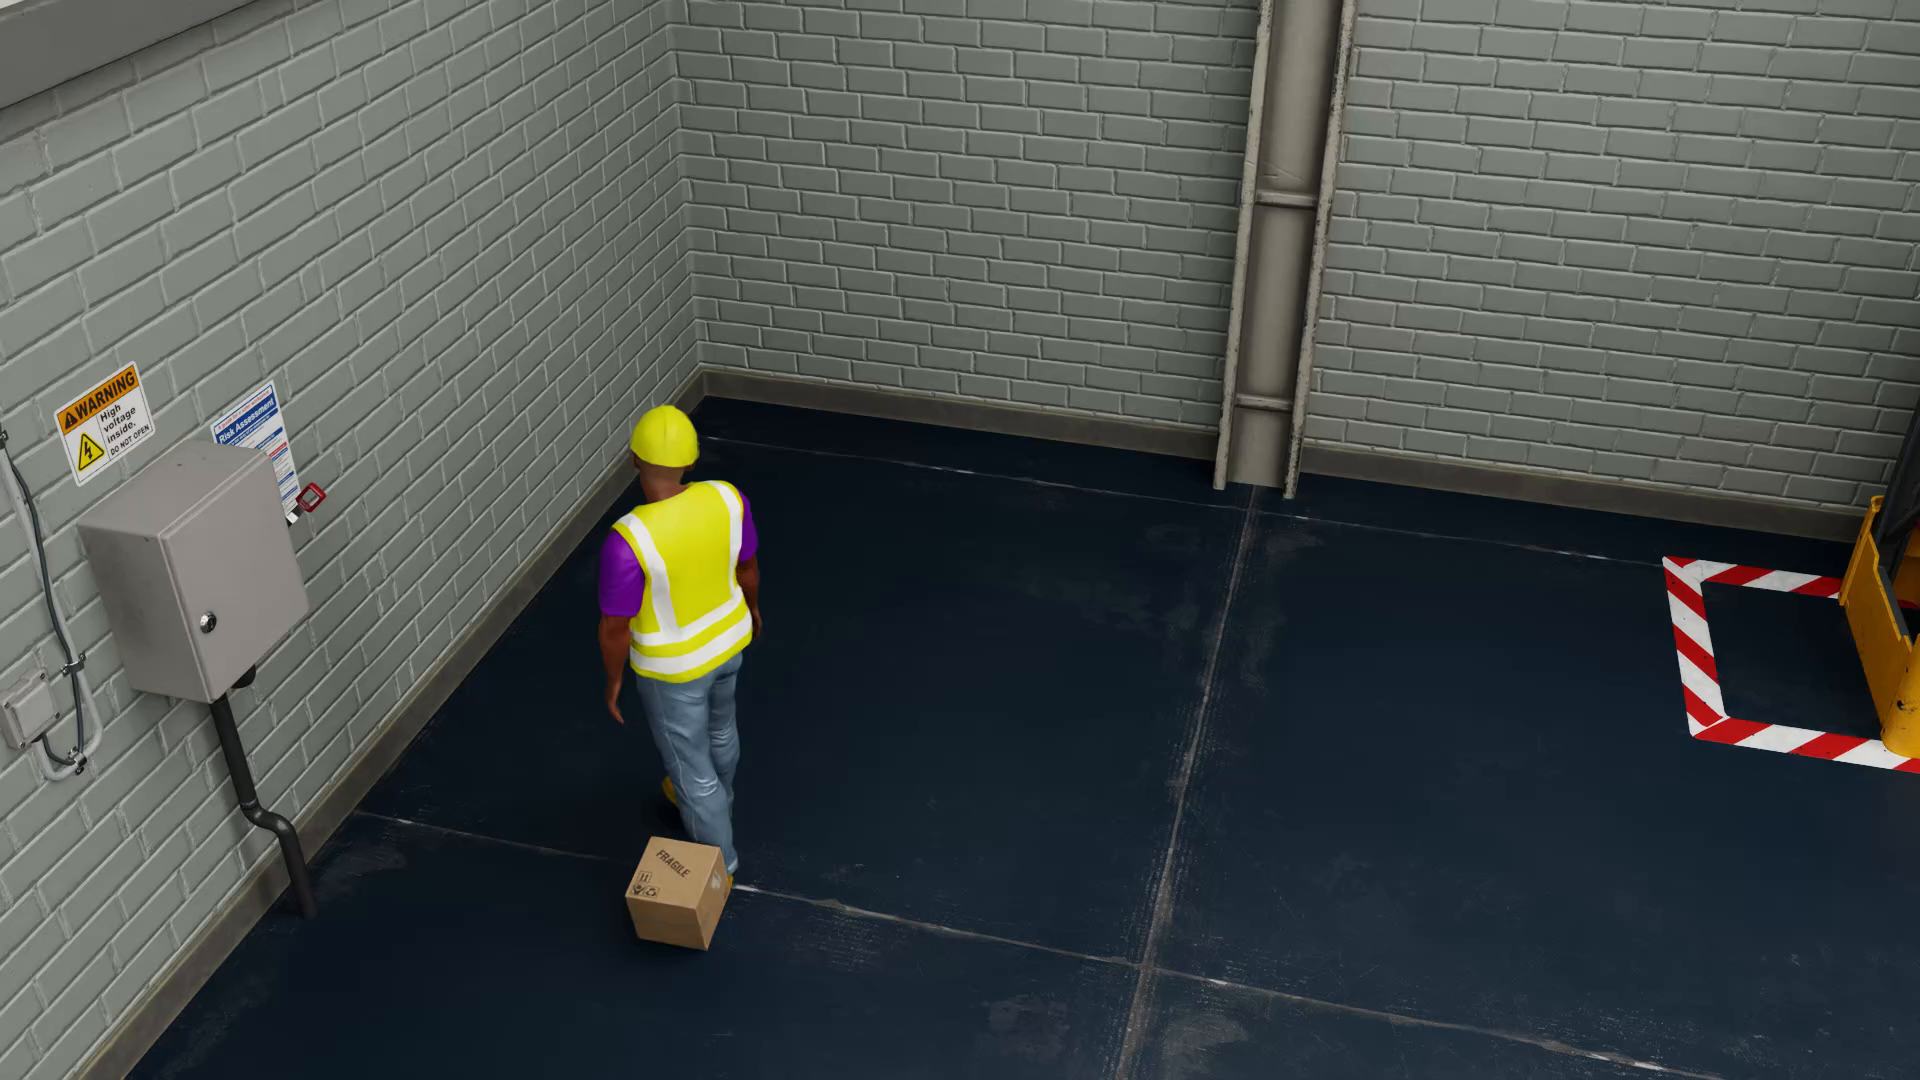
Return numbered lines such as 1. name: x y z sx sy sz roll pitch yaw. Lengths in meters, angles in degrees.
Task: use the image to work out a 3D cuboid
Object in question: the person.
1. person: -0.936 0.336 5.546 0.570 1.763 0.654 24 40 32
